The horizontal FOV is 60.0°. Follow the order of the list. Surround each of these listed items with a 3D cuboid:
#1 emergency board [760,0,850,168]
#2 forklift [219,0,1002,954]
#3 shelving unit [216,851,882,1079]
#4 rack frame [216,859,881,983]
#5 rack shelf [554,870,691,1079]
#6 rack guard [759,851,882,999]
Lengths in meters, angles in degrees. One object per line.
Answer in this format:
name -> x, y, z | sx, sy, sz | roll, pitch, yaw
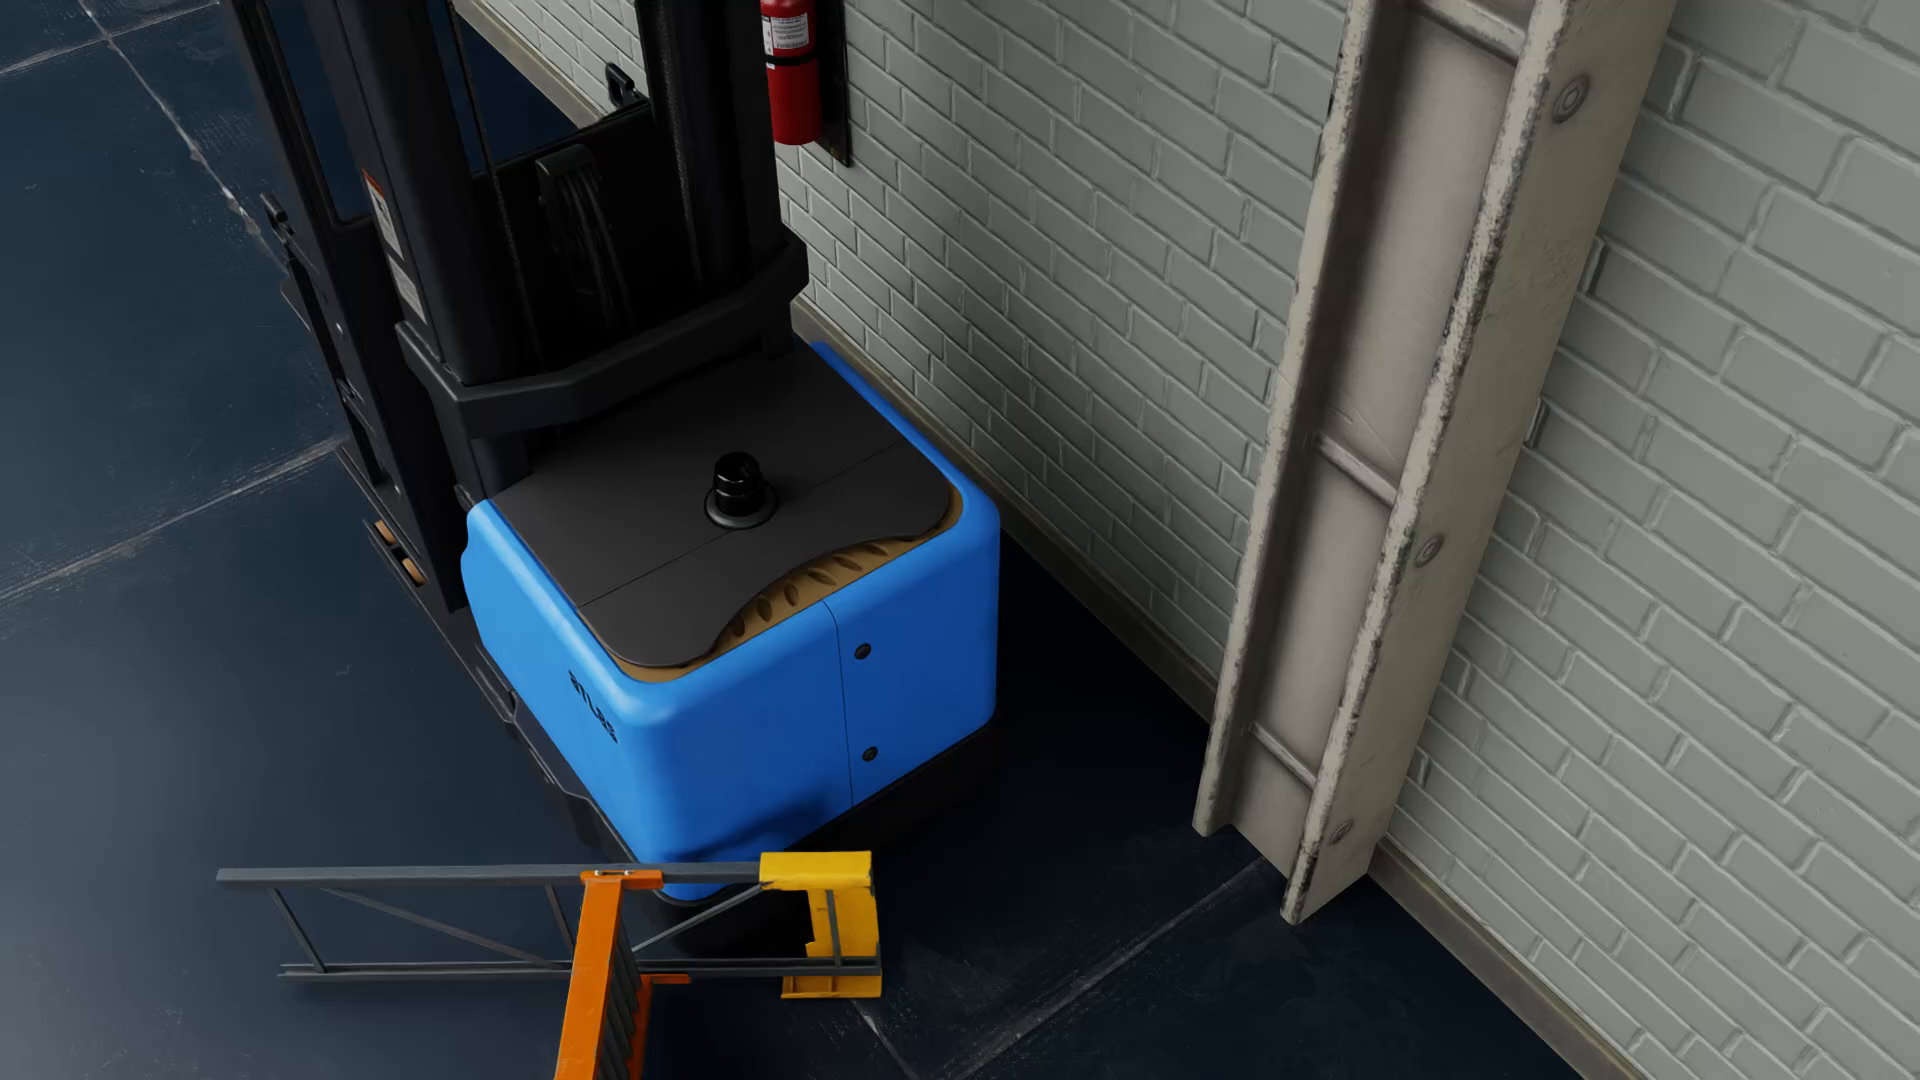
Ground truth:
emergency board -> -0.594, -1.658, 4.729 | 0.194, 1.169, 0.643 | -29, 54, -24
forklift -> -1.177, -0.986, 4.165 | 1.130, 2.935, 3.031 | -29, 54, -24
shelving unit -> -0.946, 1.307, 3.652 | 1.500, 0.587, 1.083 | -1, 48, 0
rack frame -> -0.951, 0.924, 3.999 | 1.500, 0.500, 0.032 | -1, 48, 0
rack shelf -> -0.766, 1.298, 3.658 | 0.185, 0.538, 1.000 | -1, 48, 0
rack guard -> -0.325, 0.931, 3.987 | 0.250, 0.587, 0.087 | -1, 48, 0
